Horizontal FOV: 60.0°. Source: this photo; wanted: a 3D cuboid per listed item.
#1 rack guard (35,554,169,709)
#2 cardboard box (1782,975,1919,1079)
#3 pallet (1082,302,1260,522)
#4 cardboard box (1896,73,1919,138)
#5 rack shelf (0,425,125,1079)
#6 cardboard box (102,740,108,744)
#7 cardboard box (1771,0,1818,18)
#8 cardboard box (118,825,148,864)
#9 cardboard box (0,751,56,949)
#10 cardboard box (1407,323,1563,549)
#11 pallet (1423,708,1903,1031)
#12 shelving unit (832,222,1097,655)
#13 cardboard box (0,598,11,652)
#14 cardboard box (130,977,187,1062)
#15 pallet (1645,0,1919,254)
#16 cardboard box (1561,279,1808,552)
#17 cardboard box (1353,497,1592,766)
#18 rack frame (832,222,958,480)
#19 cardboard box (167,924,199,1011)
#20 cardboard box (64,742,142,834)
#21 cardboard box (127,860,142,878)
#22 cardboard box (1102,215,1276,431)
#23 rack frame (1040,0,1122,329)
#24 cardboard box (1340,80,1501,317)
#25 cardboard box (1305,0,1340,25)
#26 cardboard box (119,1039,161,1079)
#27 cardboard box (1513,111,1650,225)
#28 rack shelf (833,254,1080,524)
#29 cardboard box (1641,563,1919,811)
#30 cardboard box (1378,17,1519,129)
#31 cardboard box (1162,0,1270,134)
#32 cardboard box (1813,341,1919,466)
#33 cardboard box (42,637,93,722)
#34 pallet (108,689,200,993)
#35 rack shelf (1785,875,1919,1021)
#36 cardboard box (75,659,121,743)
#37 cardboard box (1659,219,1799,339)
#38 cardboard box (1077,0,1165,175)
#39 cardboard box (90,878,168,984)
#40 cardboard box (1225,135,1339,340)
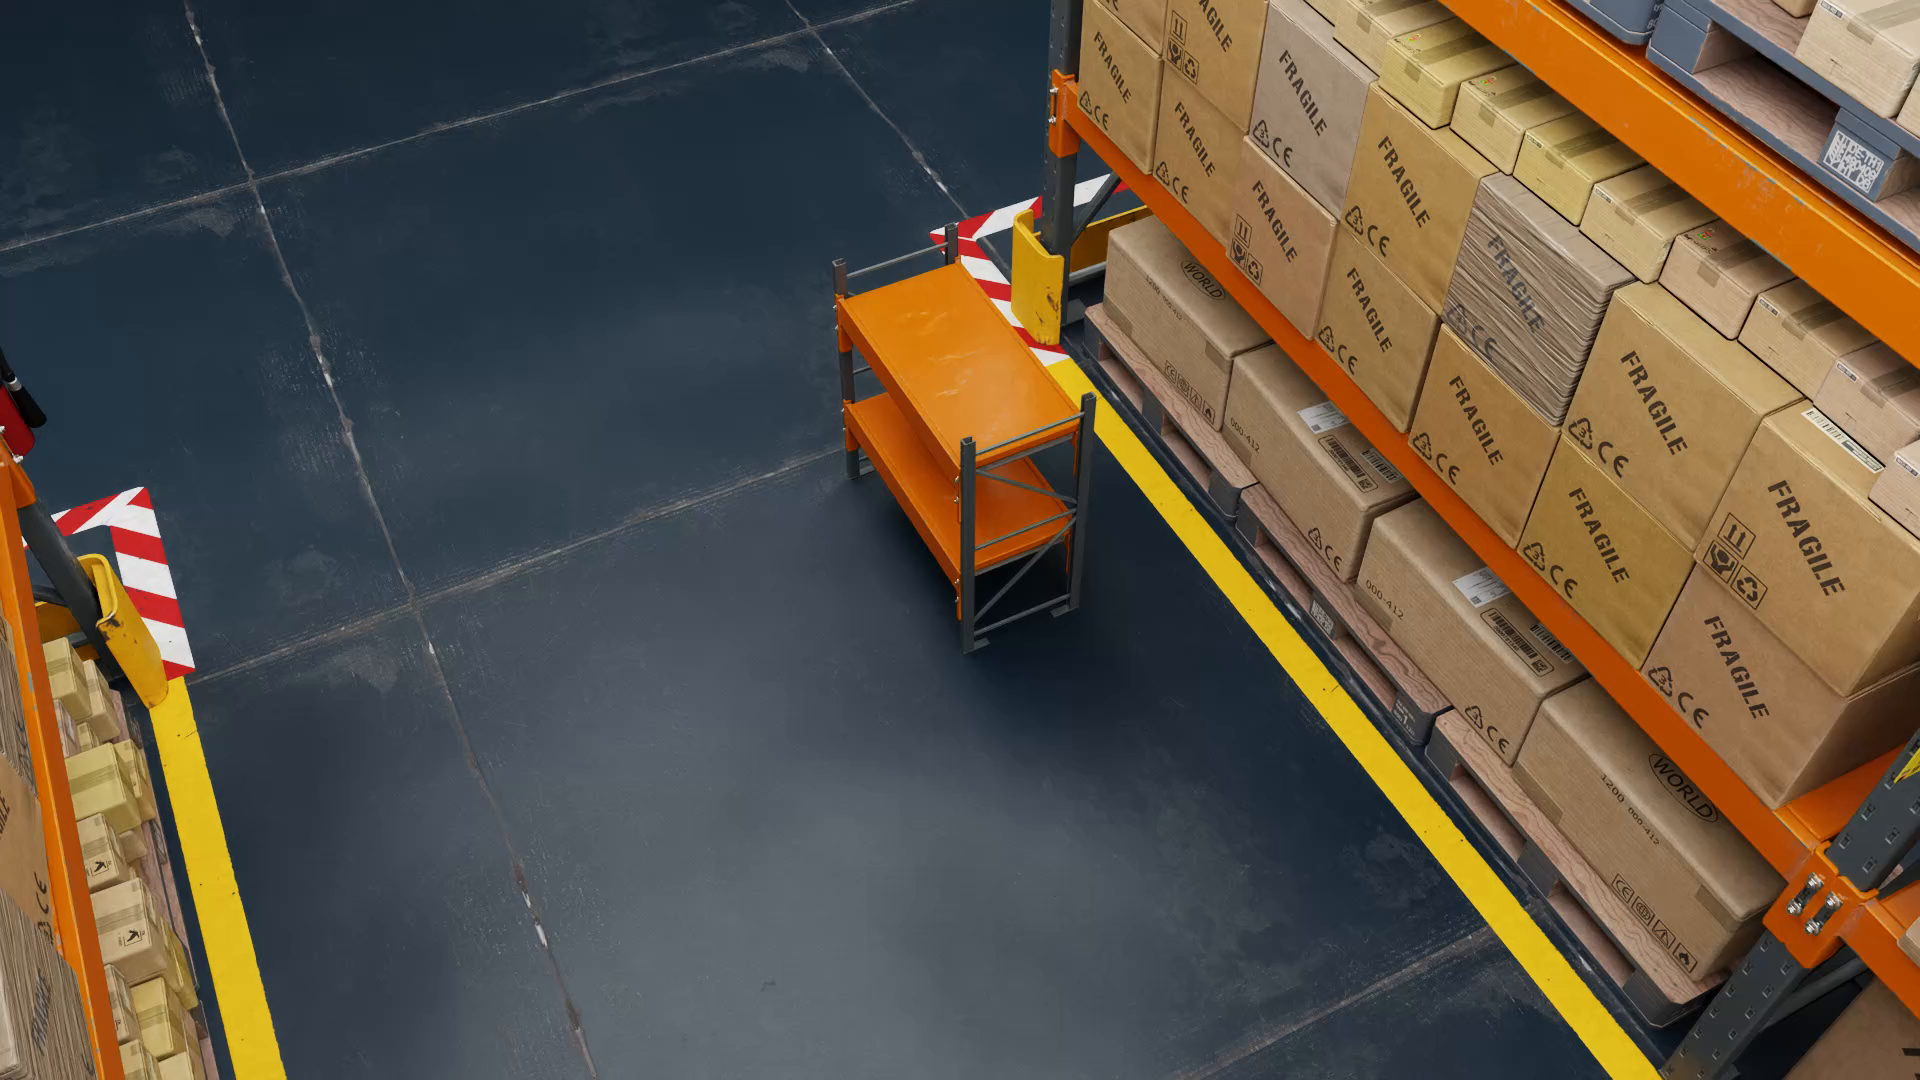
[{"bbox_3d":[-3.503,0.513,5.862,1.175,0.500,0.348,-21,52,-18],"label":"rack guard"},{"bbox_3d":[3.003,1.493,4.477,0.875,0.875,0.875,-20,52,-16],"label":"cardboard box"},{"bbox_3d":[1.253,-0.707,7.121,1.003,0.211,1.213,-21,52,-18],"label":"pallet"},{"bbox_3d":[2.071,-0.888,3.177,0.396,0.266,0.258,-20,52,-16],"label":"cardboard box"},{"bbox_3d":[-2.623,1.215,4.065,1.077,0.370,4.000,-21,52,-18],"label":"rack shelf"},{"bbox_3d":[-3.111,0.720,5.635,0.380,0.149,0.250,-20,52,-17],"label":"cardboard box"},{"bbox_3d":[2.002,-1.540,3.590,0.797,0.503,0.637,-17,51,-15],"label":"cardboard box"},{"bbox_3d":[-2.803,0.944,5.242,0.380,0.149,0.250,-23,53,-19],"label":"cardboard box"},{"bbox_3d":[-2.413,0.741,3.738,0.500,0.500,0.500,-19,51,-16],"label":"cardboard box"},{"bbox_3d":[1.725,-0.385,4.920,0.500,0.500,0.500,-22,52,-18],"label":"cardboard box"},{"bbox_3d":[2.369,0.926,5.692,1.003,0.211,1.213,-21,52,-18],"label":"pallet"},{"bbox_3d":[-0.003,-0.375,6.223,0.538,1.125,1.048,-21,52,-18],"label":"shelving unit"},{"bbox_3d":[-2.872,0.067,4.327,0.500,0.500,0.500,-22,52,-18],"label":"cardboard box"},{"bbox_3d":[-2.454,1.464,4.787,0.380,0.149,0.250,-19,51,-16],"label":"cardboard box"},{"bbox_3d":[2.283,-0.965,3.560,1.003,0.211,1.213,-21,52,-18],"label":"pallet"},{"bbox_3d":[1.961,-0.381,4.253,0.500,0.500,0.500,-22,52,-18],"label":"cardboard box"},{"bbox_3d":[2.046,0.193,5.904,0.875,0.438,0.875,-23,53,-19],"label":"cardboard box"},{"bbox_3d":[-0.236,-0.715,6.521,0.500,1.125,0.032,-21,52,-18],"label":"rack frame"},{"bbox_3d":[-2.562,1.374,5.063,0.380,0.149,0.250,-23,53,-19],"label":"cardboard box"},{"bbox_3d":[-2.775,0.829,5.145,0.380,0.149,0.250,-22,52,-18],"label":"cardboard box"},{"bbox_3d":[-2.859,1.064,5.334,0.380,0.149,0.250,-21,52,-18],"label":"cardboard box"},{"bbox_3d":[1.208,-1.021,6.966,0.875,0.438,0.875,-23,53,-19],"label":"cardboard box"},{"bbox_3d":[0.817,-2.133,6.516,1.000,3.000,0.127,-21,52,-18],"label":"rack frame"},{"bbox_3d":[1.498,-1.057,4.844,0.500,0.500,0.500,-21,52,-17],"label":"cardboard box"},{"bbox_3d":[1.237,-1.684,4.961,0.380,0.149,0.250,-21,52,-17],"label":"cardboard box"},{"bbox_3d":[-2.373,1.564,4.501,0.380,0.149,0.250,-21,52,-17],"label":"cardboard box"},{"bbox_3d":[1.695,-1.005,4.368,0.380,0.149,0.250,-22,52,-18],"label":"cardboard box"},{"bbox_3d":[-0.003,-0.568,6.003,0.538,0.278,1.000,-21,52,-18],"label":"rack shelf"},{"bbox_3d":[2.208,0.289,4.331,0.500,0.500,0.500,-21,52,-17],"label":"cardboard box"},{"bbox_3d":[1.406,-1.323,4.646,0.380,0.149,0.250,-22,52,-18],"label":"cardboard box"},{"bbox_3d":[1.026,-1.732,5.434,0.500,0.500,0.500,-22,53,-18],"label":"cardboard box"},{"bbox_3d":[2.200,-0.342,3.787,0.380,0.149,0.250,-20,52,-17],"label":"cardboard box"},{"bbox_3d":[-3.070,0.511,5.423,0.380,0.149,0.250,-21,52,-17],"label":"cardboard box"},{"bbox_3d":[-3.163,1.164,5.484,1.003,0.211,1.213,-21,52,-18],"label":"pallet"},{"bbox_3d":[3.563,2.119,3.274,1.077,0.370,4.000,-21,52,-18],"label":"rack shelf"},{"bbox_3d":[-3.043,0.597,5.545,0.380,0.149,0.250,-22,53,-18],"label":"cardboard box"},{"bbox_3d":[1.962,-0.675,4.079,0.380,0.149,0.250,-22,52,-18],"label":"cardboard box"},{"bbox_3d":[0.782,-1.746,6.110,0.500,0.500,0.500,-22,52,-18],"label":"cardboard box"},{"bbox_3d":[-2.540,1.184,4.834,0.380,0.149,0.250,-19,52,-16],"label":"cardboard box"},{"bbox_3d":[1.255,-1.070,5.520,0.500,0.500,0.500,-21,52,-18],"label":"cardboard box"}]
